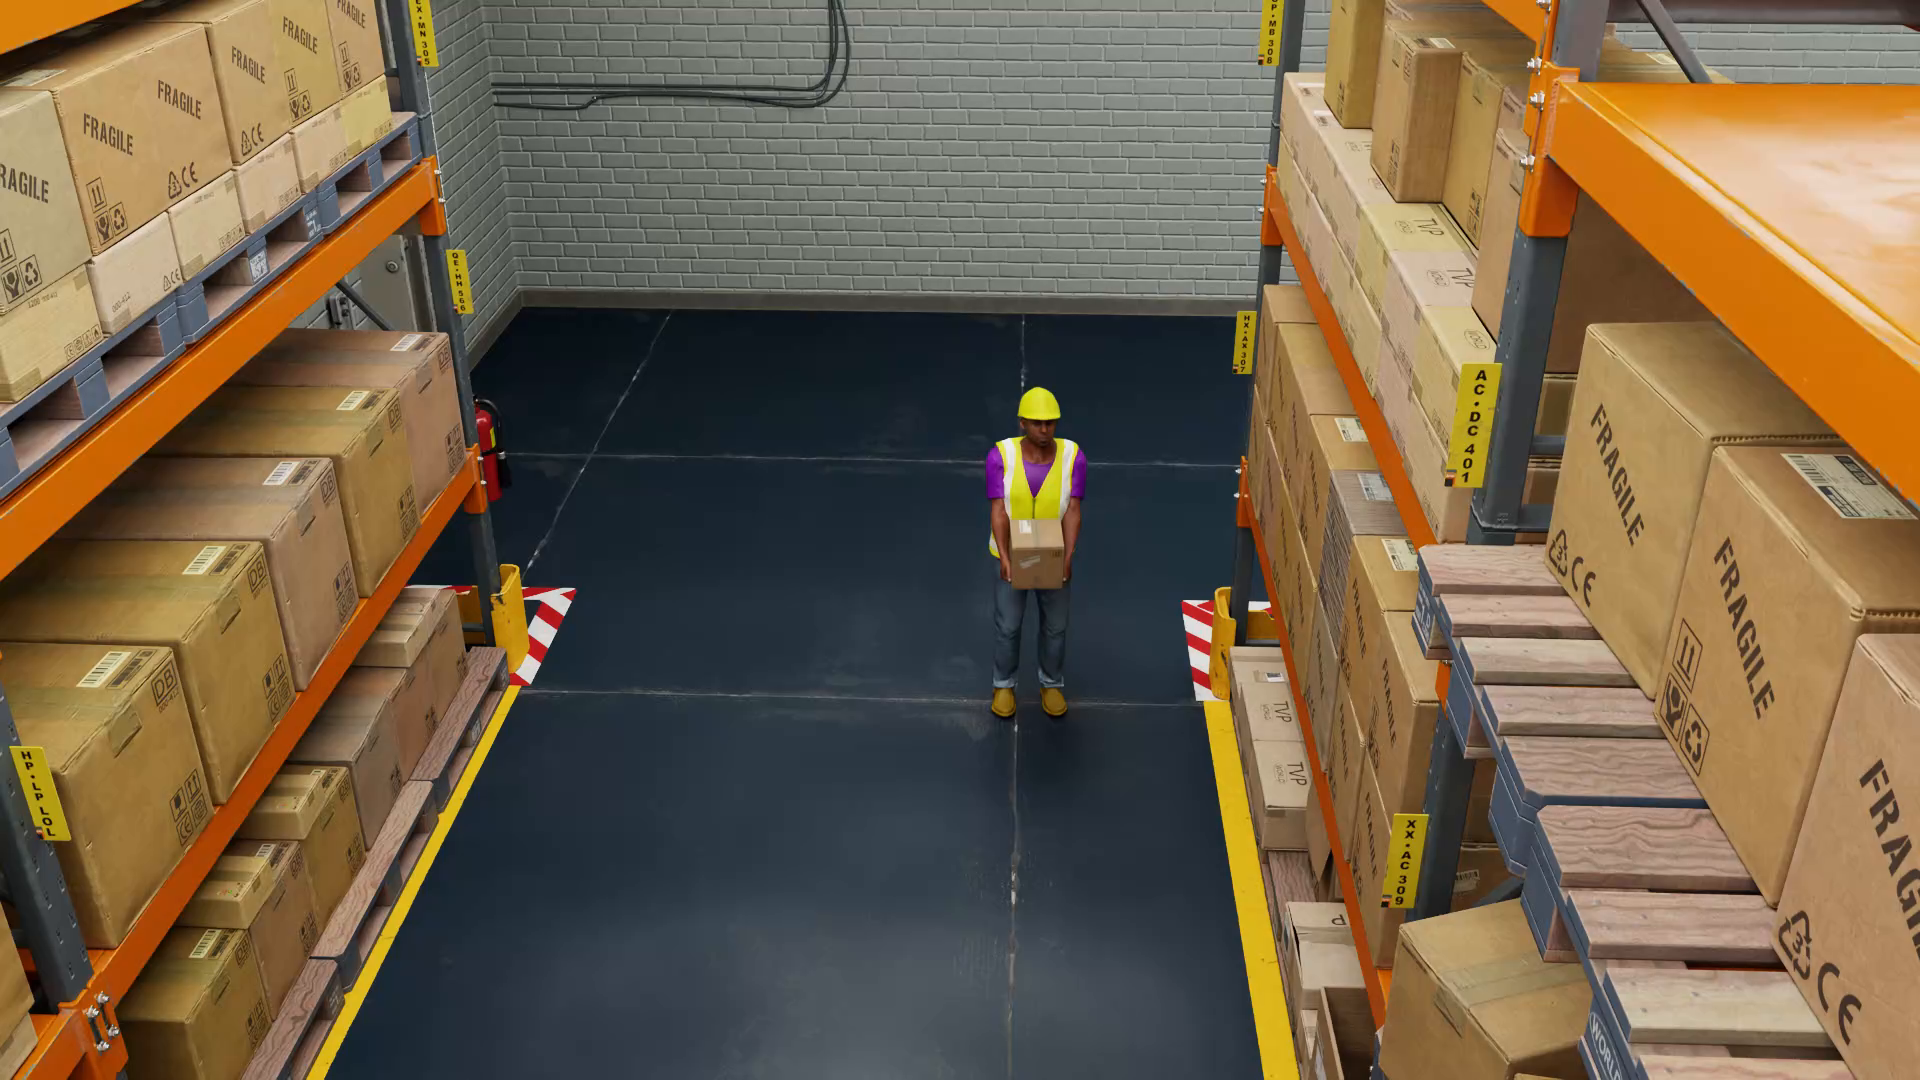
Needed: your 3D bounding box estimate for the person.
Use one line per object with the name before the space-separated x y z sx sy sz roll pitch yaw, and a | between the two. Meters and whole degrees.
person | 0.384 0.116 8.382 0.503 1.760 0.577 -1 28 -1
